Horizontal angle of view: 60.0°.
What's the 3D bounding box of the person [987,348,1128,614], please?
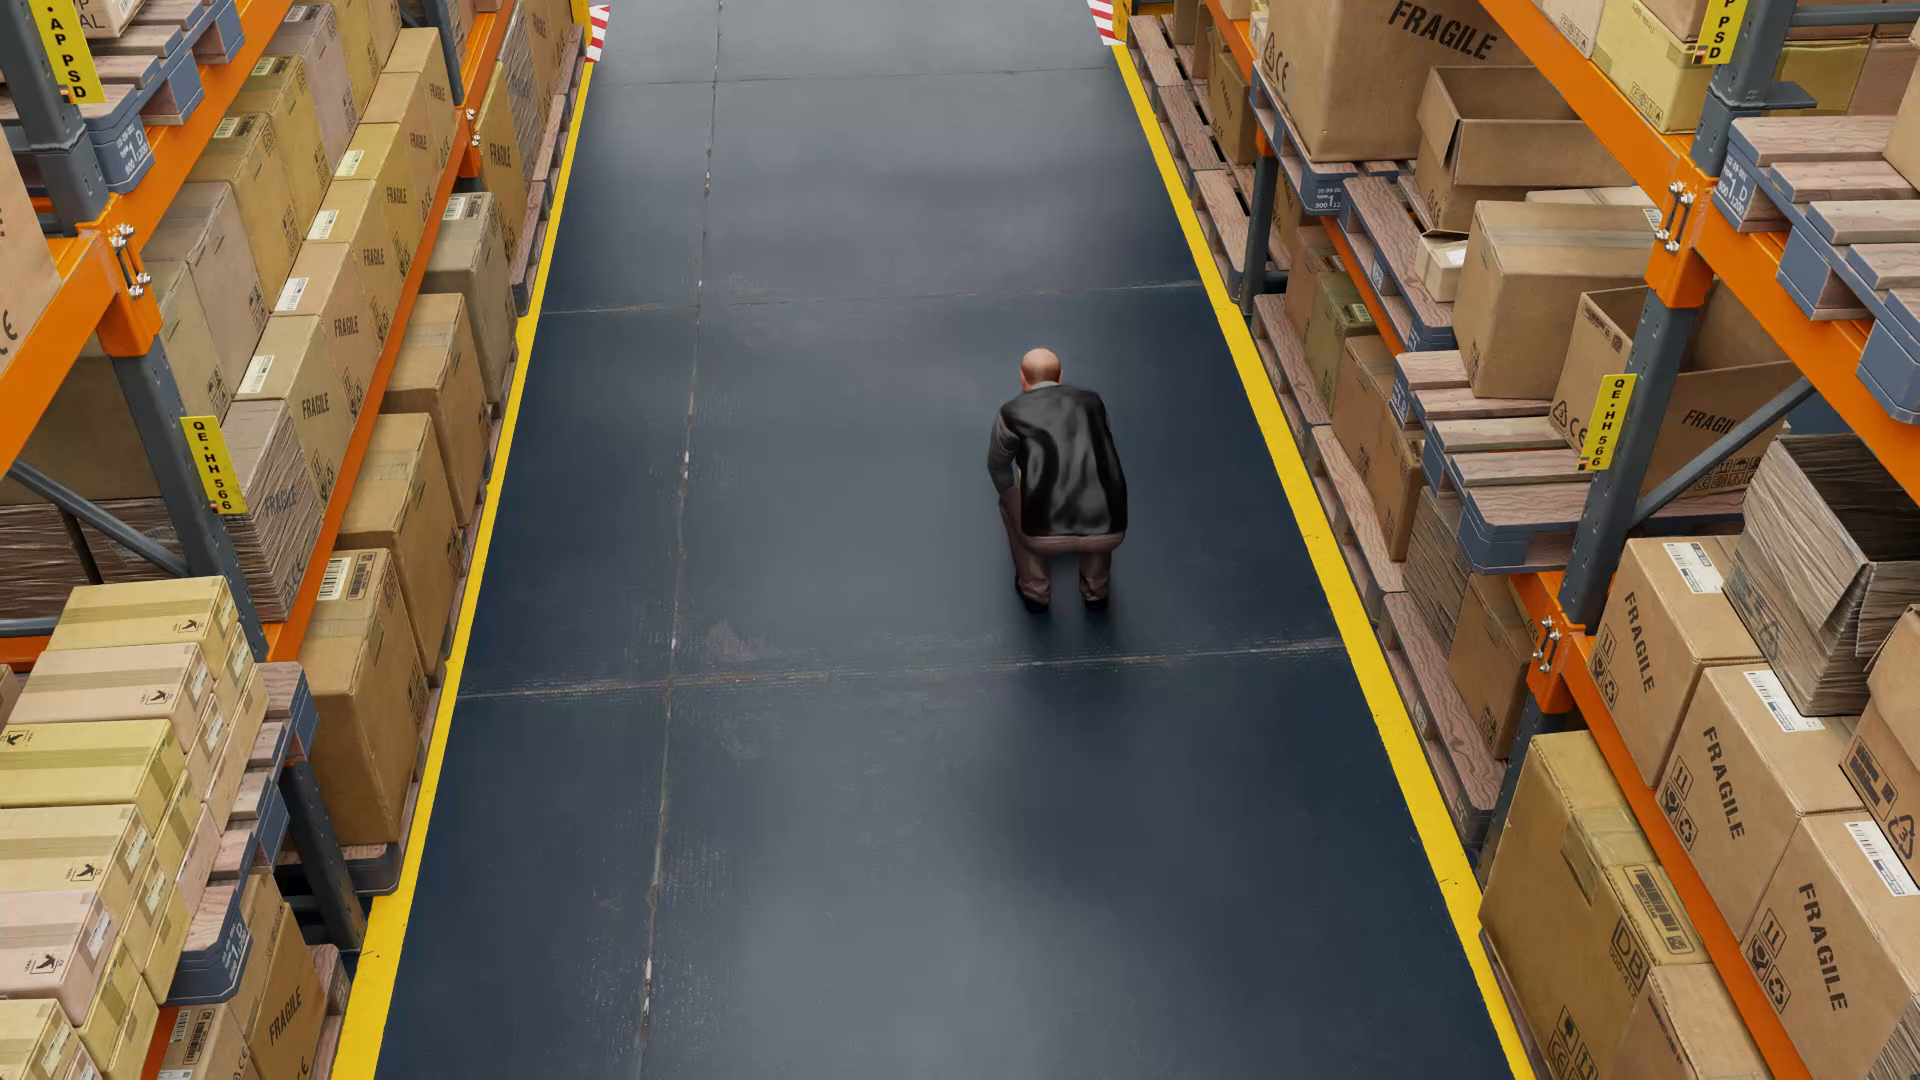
[{"bbox_3d":[0.406,-0.216,7.051,0.547,0.963,0.865,-3,39,-4],"label":"person"}]
